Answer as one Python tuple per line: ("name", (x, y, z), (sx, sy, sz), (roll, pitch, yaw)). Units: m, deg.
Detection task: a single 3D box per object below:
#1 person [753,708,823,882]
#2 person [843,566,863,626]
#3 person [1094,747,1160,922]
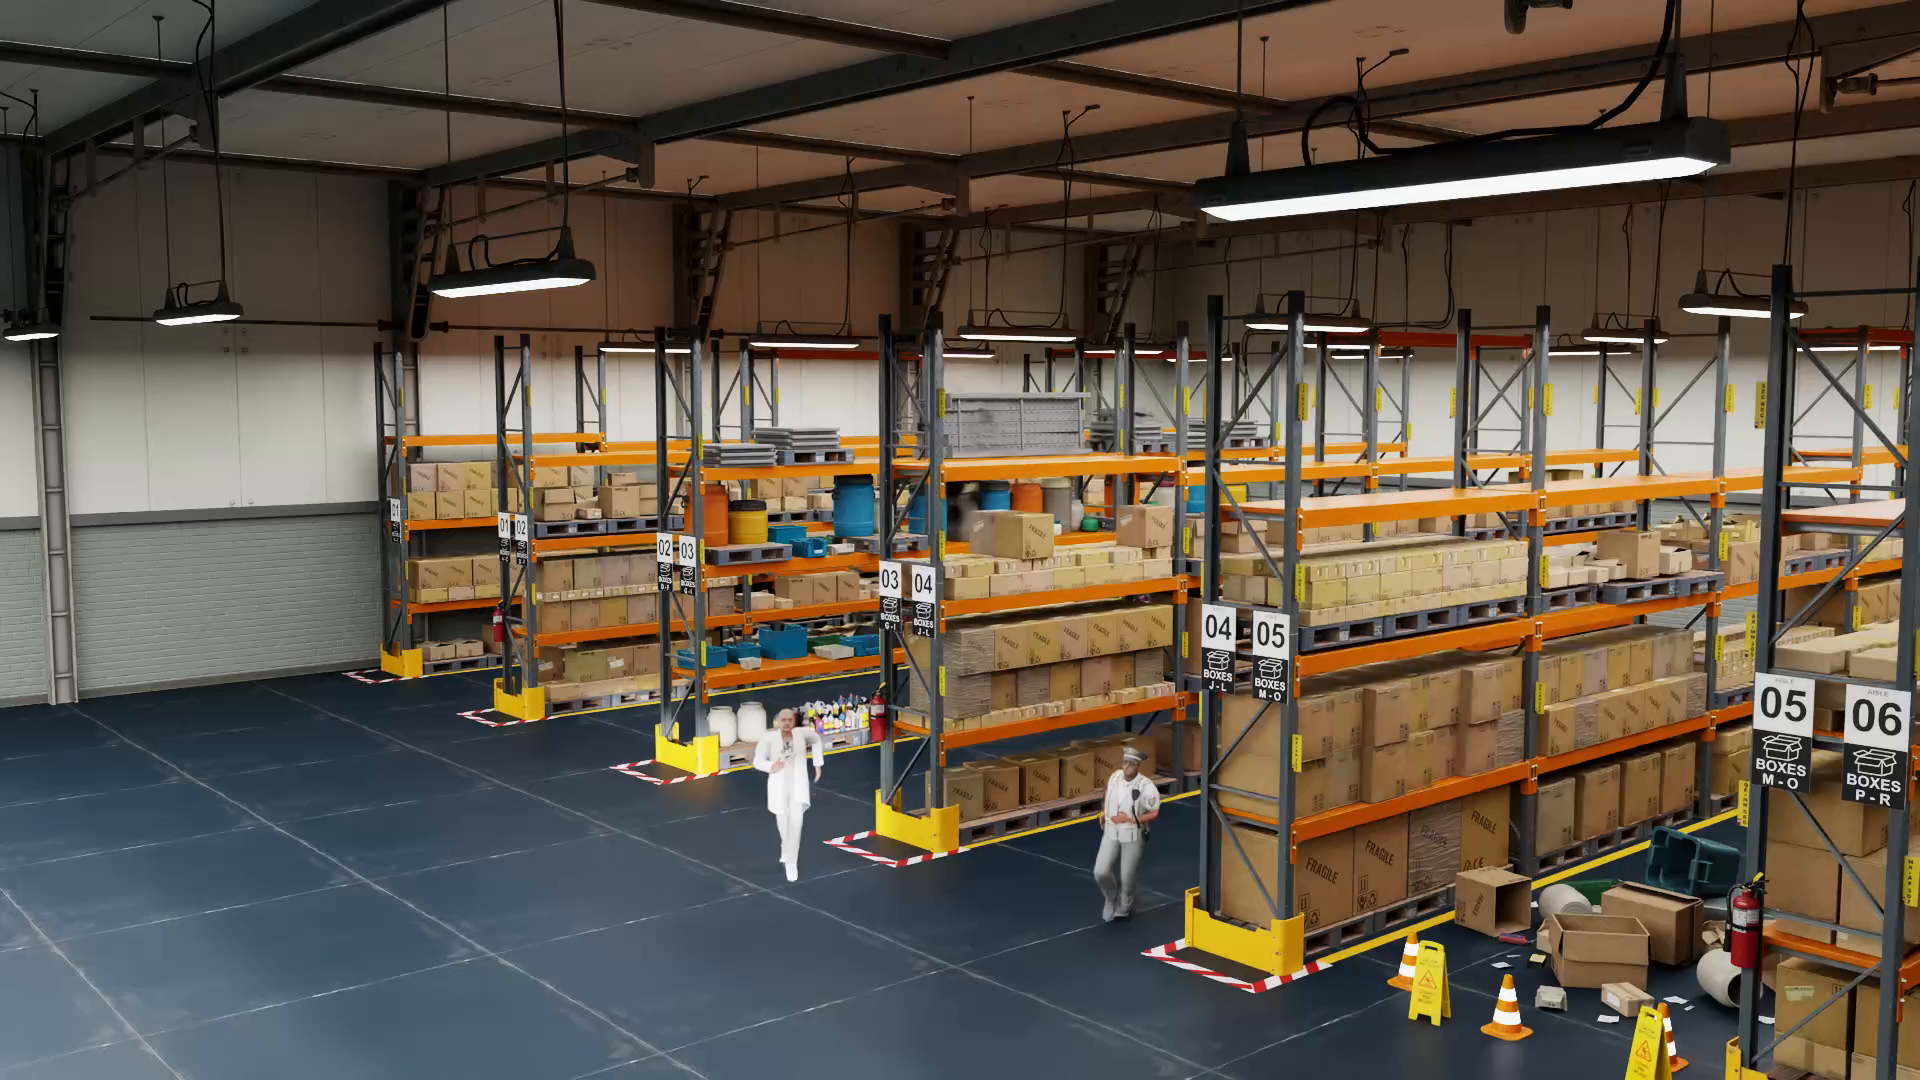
("person", (-1.839, 2.676, 17.750), (0.720, 1.824, 0.932), (-1, 5, -7))
("person", (-2.043, 1.354, 32.608), (0.857, 1.731, 0.592), (-5, 7, -43))
("person", (1.626, 2.844, 16.018), (0.643, 1.768, 0.639), (3, 6, 29))
